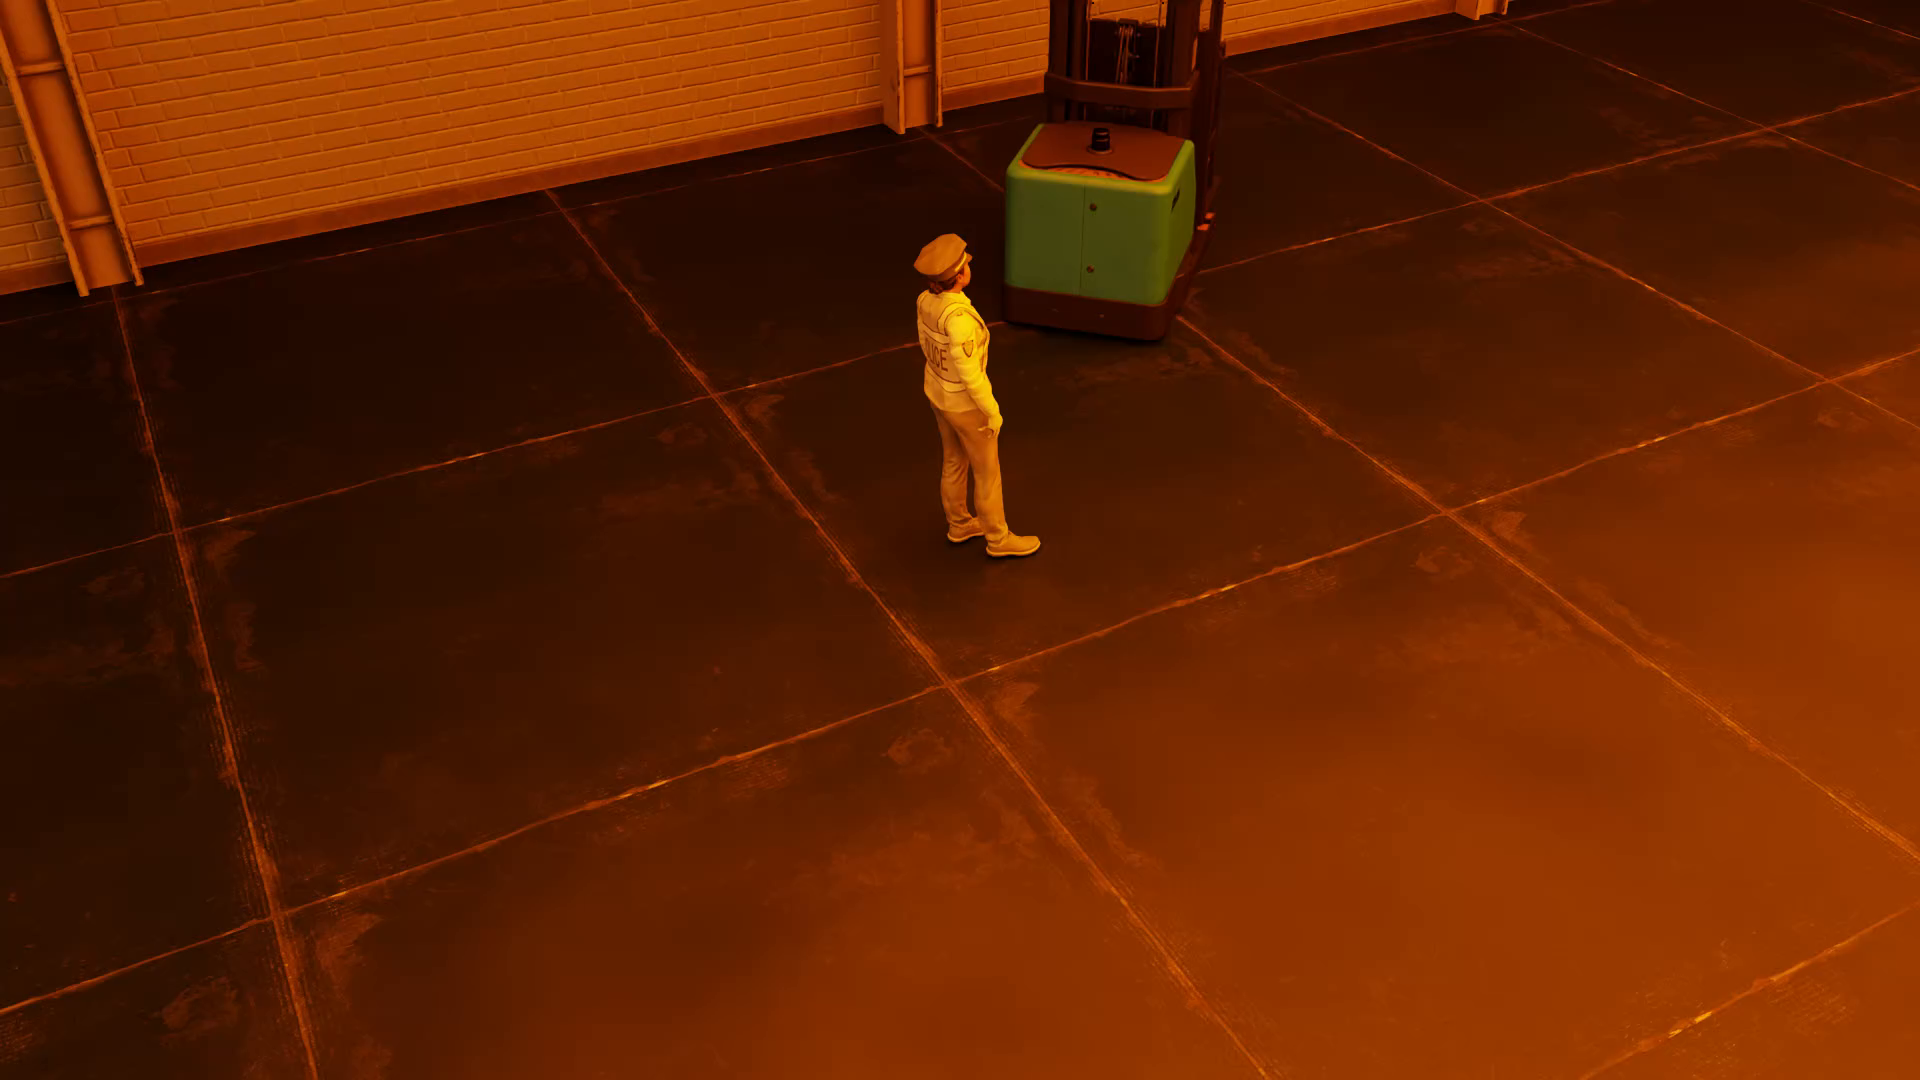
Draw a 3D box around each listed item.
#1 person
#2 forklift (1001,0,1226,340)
[{"bbox_3d":[0.062,-0.713,8.190,0.534,1.696,0.587,-17,39,-23],"label":"person"},{"bbox_3d":[1.177,-3.280,10.763,1.130,2.935,3.031,10,36,14],"label":"forklift"}]
